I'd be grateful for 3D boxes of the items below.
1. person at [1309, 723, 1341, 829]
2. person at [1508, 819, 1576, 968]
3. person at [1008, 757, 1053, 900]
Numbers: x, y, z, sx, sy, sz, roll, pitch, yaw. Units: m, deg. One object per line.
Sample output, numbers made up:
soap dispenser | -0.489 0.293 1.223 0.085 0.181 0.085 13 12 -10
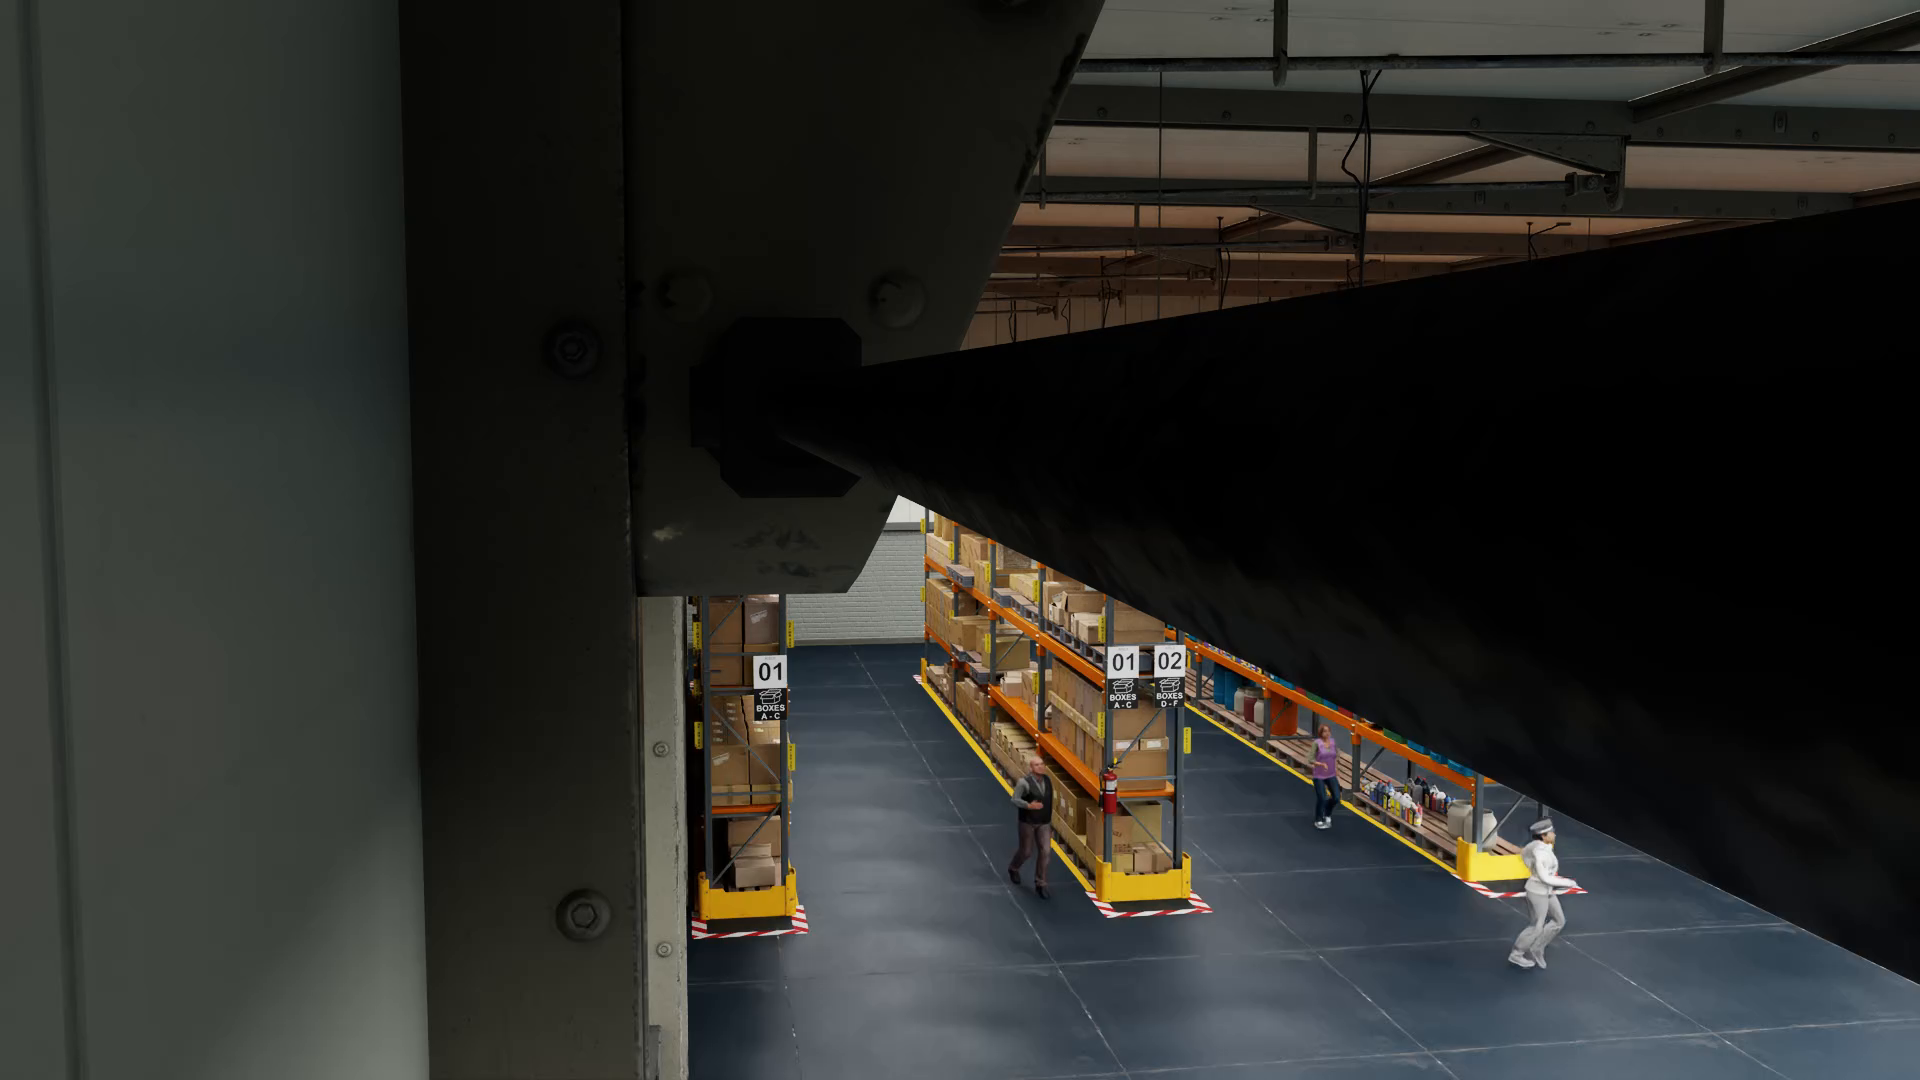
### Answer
person | 5.294 3.433 24.005 0.512 1.548 0.593 -1 5 -10
person | 6.402 3.896 18.270 0.675 1.717 0.632 2 5 21
person | 0.942 3.611 21.135 0.664 1.745 0.857 -2 6 -24
